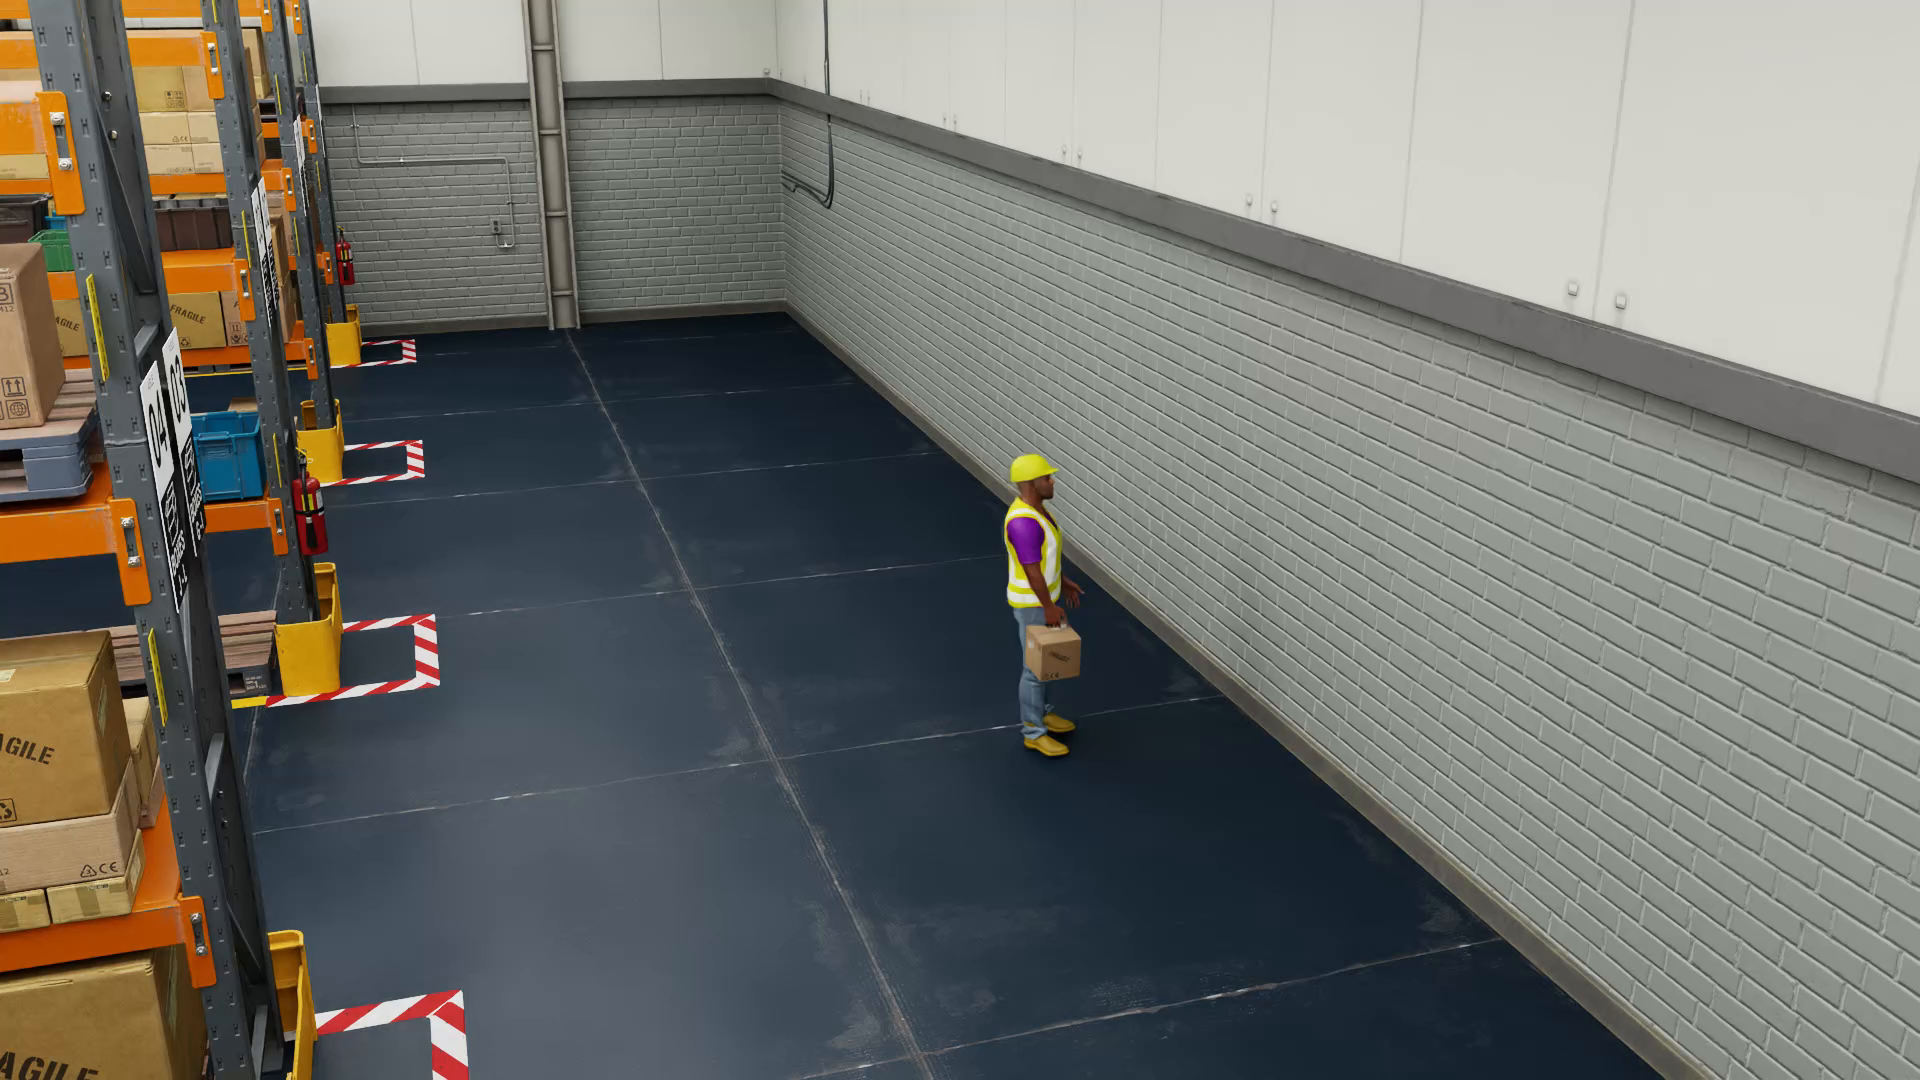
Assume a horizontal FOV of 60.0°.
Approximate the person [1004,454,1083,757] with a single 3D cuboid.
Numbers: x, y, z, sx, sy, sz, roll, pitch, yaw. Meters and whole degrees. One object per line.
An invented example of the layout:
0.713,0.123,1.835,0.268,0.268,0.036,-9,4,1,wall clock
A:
0.497,0.362,9.928,0.468,1.777,0.599,2,19,7,person
